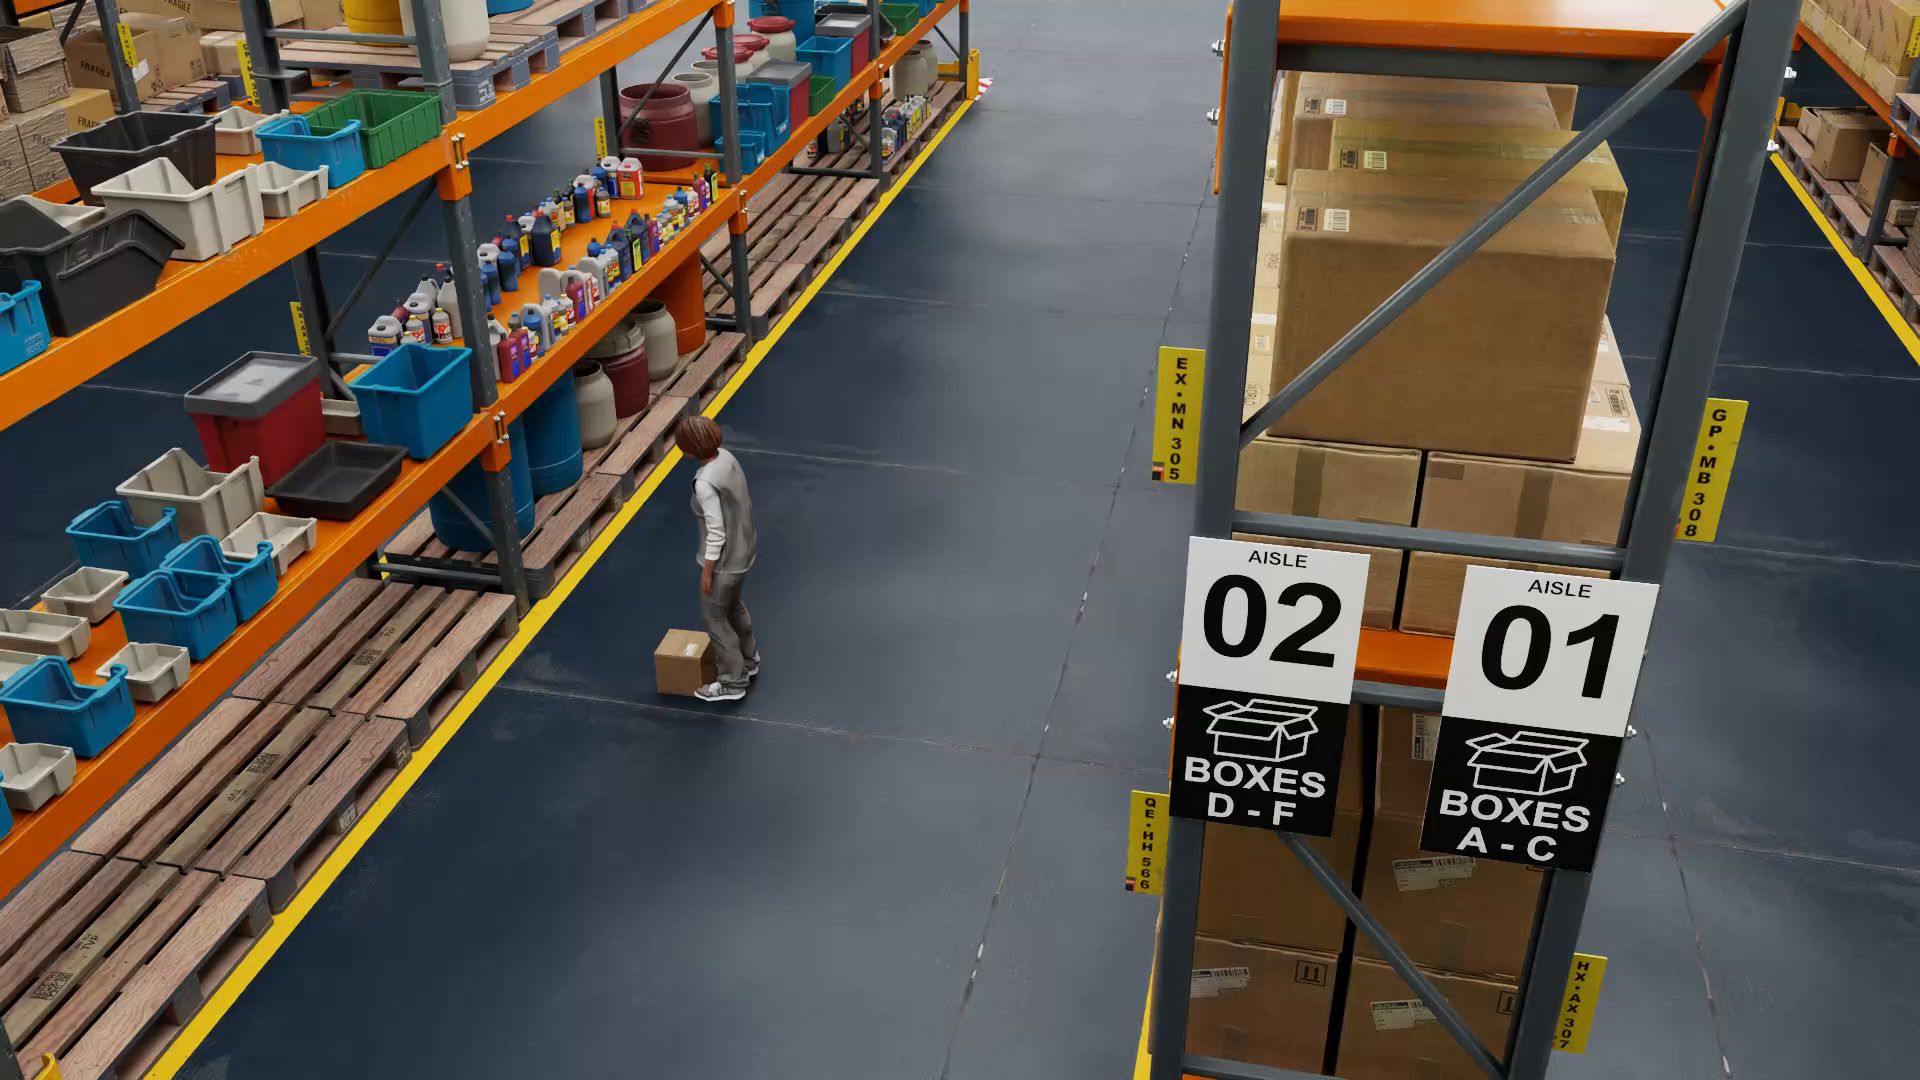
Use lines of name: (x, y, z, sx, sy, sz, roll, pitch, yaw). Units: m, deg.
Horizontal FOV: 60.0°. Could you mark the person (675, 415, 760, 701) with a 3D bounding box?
person: (-1.211, 0.094, 8.462, 0.350, 1.580, 0.480, 4, 29, 8)
